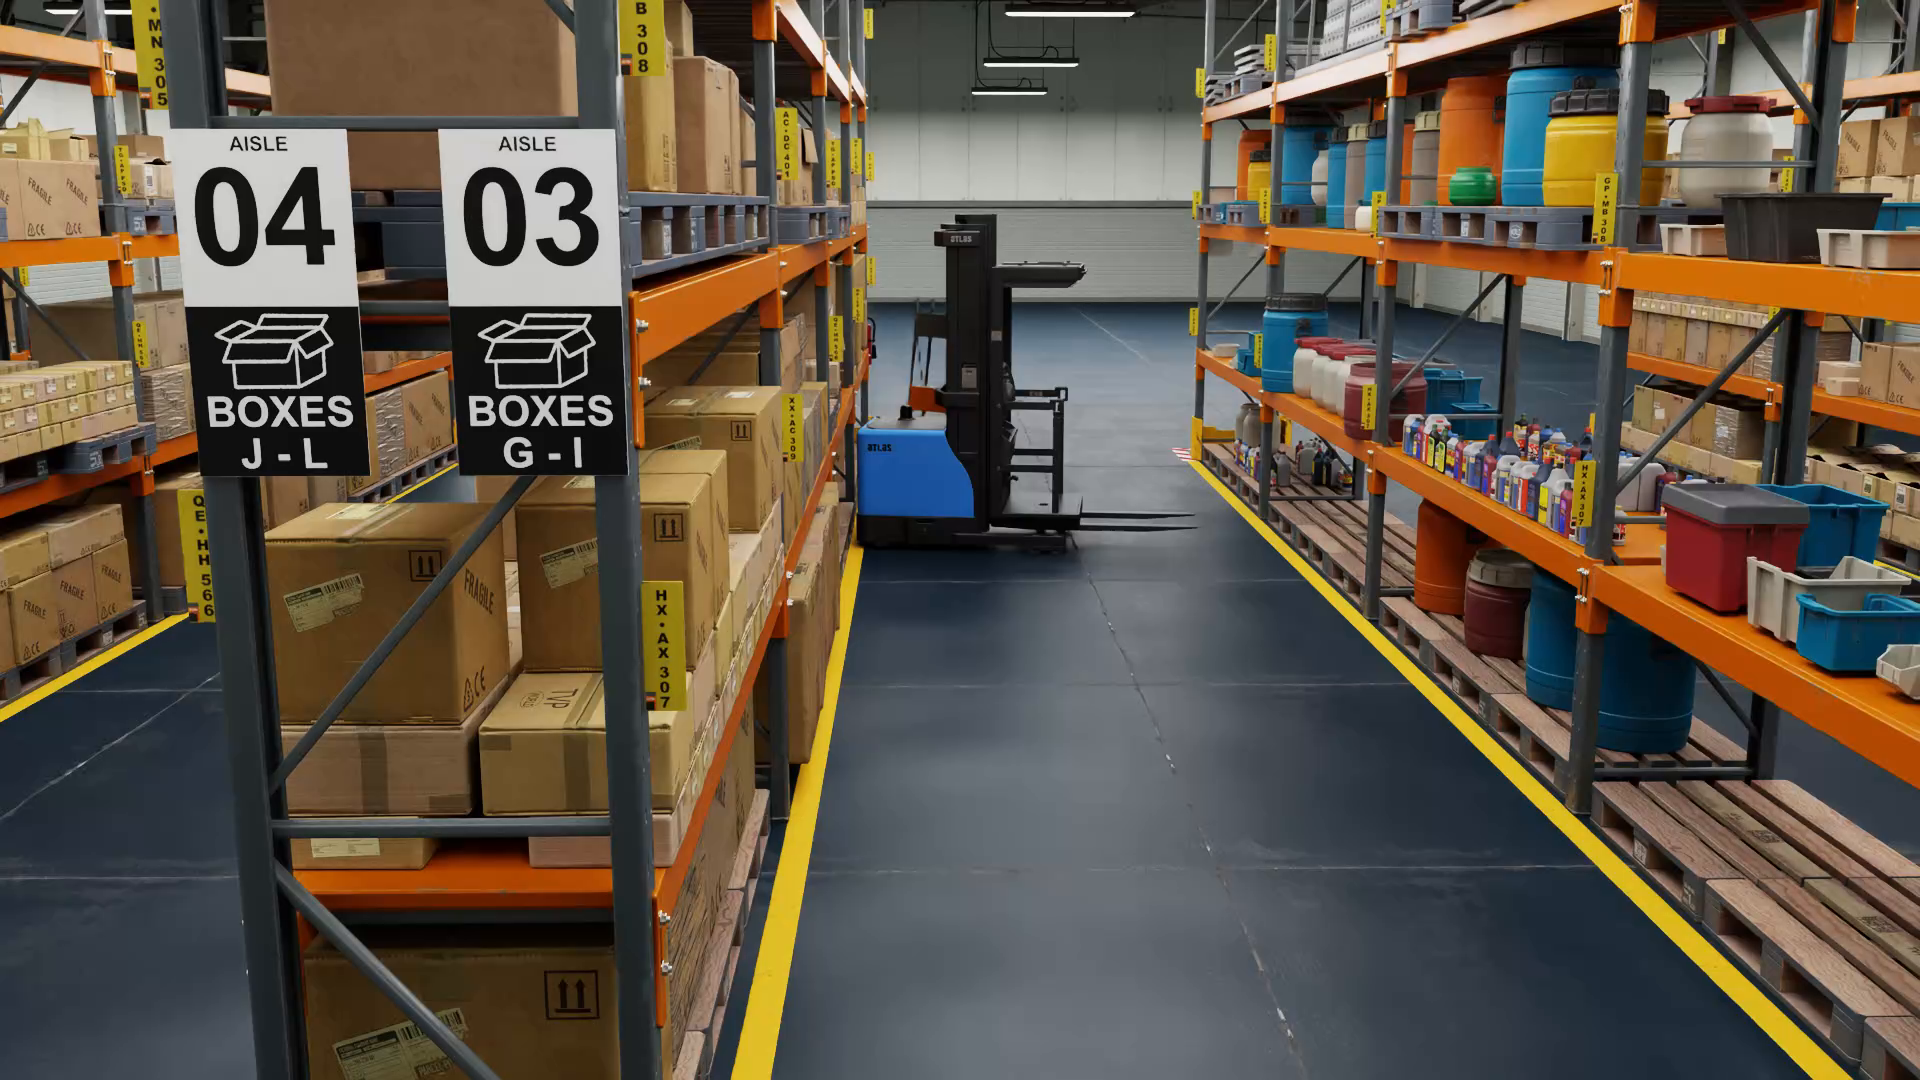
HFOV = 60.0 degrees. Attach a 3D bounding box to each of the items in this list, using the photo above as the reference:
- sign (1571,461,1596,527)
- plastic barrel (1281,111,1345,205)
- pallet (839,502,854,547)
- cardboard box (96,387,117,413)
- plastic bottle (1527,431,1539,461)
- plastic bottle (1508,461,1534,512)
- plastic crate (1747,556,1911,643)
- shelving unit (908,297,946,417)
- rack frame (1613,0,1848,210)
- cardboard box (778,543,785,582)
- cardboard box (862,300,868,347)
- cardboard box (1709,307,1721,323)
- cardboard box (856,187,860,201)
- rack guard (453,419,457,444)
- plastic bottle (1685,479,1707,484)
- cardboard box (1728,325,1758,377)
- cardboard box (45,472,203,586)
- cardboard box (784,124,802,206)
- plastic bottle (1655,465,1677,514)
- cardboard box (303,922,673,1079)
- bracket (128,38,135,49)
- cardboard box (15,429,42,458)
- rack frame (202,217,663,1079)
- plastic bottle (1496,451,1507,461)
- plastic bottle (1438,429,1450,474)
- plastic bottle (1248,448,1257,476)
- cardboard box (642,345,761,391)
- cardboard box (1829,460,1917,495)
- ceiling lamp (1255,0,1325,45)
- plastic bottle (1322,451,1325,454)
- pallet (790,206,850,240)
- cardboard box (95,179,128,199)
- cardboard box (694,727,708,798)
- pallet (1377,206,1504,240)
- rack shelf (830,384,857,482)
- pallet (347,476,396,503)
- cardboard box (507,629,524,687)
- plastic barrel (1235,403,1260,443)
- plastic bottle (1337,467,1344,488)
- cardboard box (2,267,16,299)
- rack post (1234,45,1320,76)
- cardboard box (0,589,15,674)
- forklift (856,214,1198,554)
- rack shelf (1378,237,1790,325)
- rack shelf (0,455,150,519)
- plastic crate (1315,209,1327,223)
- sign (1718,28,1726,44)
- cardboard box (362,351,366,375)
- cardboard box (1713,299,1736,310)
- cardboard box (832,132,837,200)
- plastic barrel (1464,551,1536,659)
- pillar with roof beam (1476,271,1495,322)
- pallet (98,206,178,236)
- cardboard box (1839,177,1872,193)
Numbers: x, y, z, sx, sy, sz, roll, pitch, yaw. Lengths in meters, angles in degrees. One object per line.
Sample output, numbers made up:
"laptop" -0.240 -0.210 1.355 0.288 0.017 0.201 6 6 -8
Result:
"sign" 3.044 -0.225 8.121 0.100 0.325 0.005 0 11 -1
"plastic barrel" 3.515 -3.802 16.584 0.600 0.901 0.708 0 11 -1
"pallet" -1.506 -0.140 15.410 1.003 0.211 1.213 0 11 -1
"cardboard box" -5.929 -0.945 11.192 0.380 0.149 0.250 0 11 1
"plastic bottle" 3.935 -0.642 11.369 0.097 0.201 0.097 0 11 0
"plastic bottle" 3.242 -0.307 9.533 0.152 0.276 0.135 0 11 -1
"plastic crate" 3.441 0.241 6.663 0.437 0.282 0.530 0 11 -1
"shelving unit" -0.194 -1.252 15.991 0.503 2.100 0.431 8 8 21
"rack frame" 3.594 -3.032 7.561 1.000 3.000 0.127 0 11 -1
"cardboard box" -1.024 0.111 7.790 0.380 0.149 0.250 0 11 -1
"cardboard box" -1.492 -2.443 18.749 0.875 0.500 0.500 0 11 -1
"cardboard box" 8.137 -2.374 17.525 0.380 0.149 0.250 0 11 0
"cardboard box" -1.268 -3.736 17.951 0.380 0.149 0.250 -1 11 -4
"rack guard" -6.567 -1.236 20.086 1.175 0.500 0.348 0 11 -1
"plastic bottle" 3.958 -0.197 8.990 0.152 0.276 0.135 0 11 -1
"cardboard box" 8.348 -1.944 17.034 0.700 0.500 0.500 0 11 -2
"cardboard box" -6.324 -0.091 12.755 1.050 0.750 0.750 0 11 -2
"cardboard box" -1.250 -2.299 10.186 0.500 0.500 0.500 0 11 2
"plastic bottle" 3.995 -0.286 9.407 0.061 0.283 0.133 0 11 -1
"cardboard box" -1.368 1.432 4.933 0.875 0.875 0.875 0 11 -1
"bracket" -17.371 -10.454 35.093 0.235 0.232 0.430 0 11 -1
"cardboard box" -5.910 -0.598 10.227 0.380 0.149 0.250 0 11 1
"rack frame" -1.275 0.724 4.138 1.000 3.000 0.127 0 11 -1
"plastic bottle" 3.266 -0.401 10.006 0.097 0.271 0.097 0 11 0
"plastic bottle" 3.169 -0.578 10.846 0.061 0.283 0.133 0 11 -1
"plastic bottle" 3.117 -0.824 17.512 0.152 0.276 0.135 0 11 0
"cardboard box" -1.379 -0.739 8.573 0.797 0.503 0.637 -1 11 -3
"cardboard box" 8.158 -0.549 14.861 0.500 0.311 0.500 -1 11 -3
"ceiling lamp" 8.631 -13.358 43.779 2.000 3.185 0.800 0 11 -1
"plastic bottle" 3.783 -0.789 17.351 0.097 0.271 0.097 0 11 0
"pallet" -1.374 -2.116 11.067 1.213 0.211 1.003 0 11 1
"cardboard box" -6.248 -2.535 11.980 0.380 0.149 0.250 -1 11 -3
"cardboard box" -0.965 0.673 5.020 0.380 0.149 0.250 -1 11 -3
"pallet" 3.429 -2.112 11.046 1.003 0.211 1.213 0 11 -1
"rack shelf" -1.482 -0.911 14.008 1.077 0.370 4.000 0 11 -1
"pallet" -6.422 -0.446 16.918 1.003 0.211 1.213 0 11 -1
"cardboard box" -1.560 0.455 5.090 0.500 0.250 0.500 0 11 -2
"plastic barrel" 3.436 -1.333 19.478 0.421 0.512 0.421 0 11 0
"plastic bottle" 3.856 -0.632 16.751 0.097 0.201 0.097 0 11 0
"cardboard box" -11.285 -3.000 18.979 0.700 0.500 0.500 -1 11 -3
"rack post" 3.417 -4.995 17.429 0.937 0.300 0.954 0 11 -2
"cardboard box" -6.106 0.591 10.023 0.500 0.500 0.500 0 11 0
"forklift" 0.623 -1.424 14.897 3.031 2.935 1.130 1 12 6
"rack shelf" 3.553 -1.607 9.890 1.077 0.370 4.000 0 11 -1
"rack shelf" -6.360 -0.116 10.087 1.077 0.370 4.000 0 11 -1
"plastic crate" 3.668 -3.363 17.270 0.336 0.188 0.450 0 11 -1
"sign" 8.841 -5.933 19.312 0.100 0.325 0.005 0 11 -1
"cardboard box" -6.538 -1.917 16.779 0.875 0.550 0.550 0 11 -1
"cardboard box" 8.344 -2.674 17.374 0.700 0.500 0.500 0 11 -1
"cardboard box" -1.200 -2.826 12.581 0.500 0.500 0.500 0 11 -1
"plastic barrel" 3.562 0.411 10.689 0.600 0.588 0.708 0 11 -1
"pillar with roof beam" 9.330 -10.075 42.280 9.100 9.000 0.548 0 11 -1
"pallet" -6.468 -2.371 12.325 1.213 0.211 1.003 0 11 1
"cardboard box" 8.384 -3.181 15.164 0.500 0.250 0.500 1 12 5
